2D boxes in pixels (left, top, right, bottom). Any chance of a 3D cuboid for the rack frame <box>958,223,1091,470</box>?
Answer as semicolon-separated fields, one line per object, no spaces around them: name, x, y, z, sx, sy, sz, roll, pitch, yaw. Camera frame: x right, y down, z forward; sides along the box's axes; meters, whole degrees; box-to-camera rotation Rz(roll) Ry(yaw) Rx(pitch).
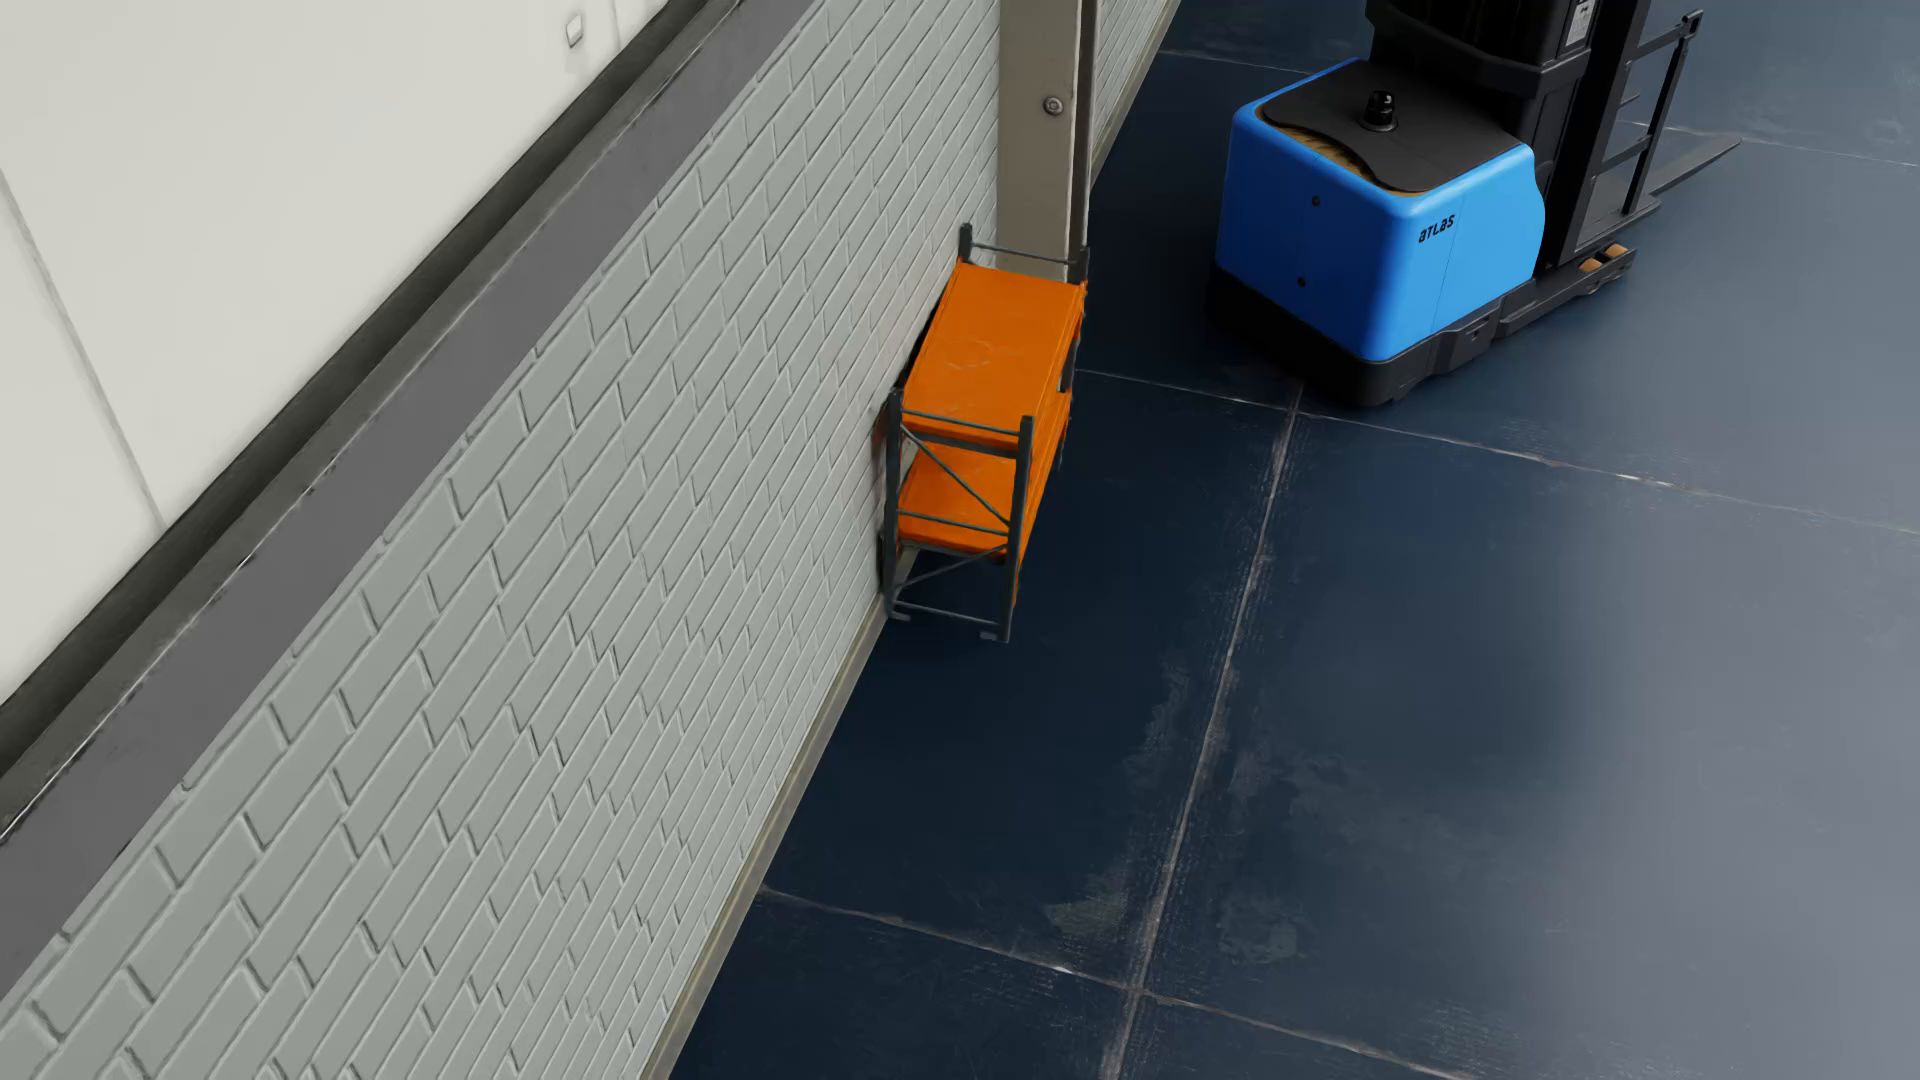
rack frame;0.215;-0.752;6.694;0.500;1.125;0.032;12;46;7

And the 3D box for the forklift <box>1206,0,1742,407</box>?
forklift;2.624;-2.486;7.195;3.031;2.935;1.130;-29;51;-26

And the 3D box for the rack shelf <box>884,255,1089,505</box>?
rack shelf;0.111;-0.611;6.134;0.538;0.278;1.000;12;46;7

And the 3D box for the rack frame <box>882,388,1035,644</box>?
rack frame;-0.026;-0.060;5.990;0.500;1.125;0.032;12;46;7

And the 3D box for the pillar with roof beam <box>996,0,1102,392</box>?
pillar with roof beam;4.452;-3.122;3.506;9.100;9.000;0.400;13;46;13

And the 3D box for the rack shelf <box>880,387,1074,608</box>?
rack shelf;0.080;-0.235;6.516;0.538;0.278;1.000;12;46;7

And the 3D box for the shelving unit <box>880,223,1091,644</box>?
shelving unit;0.095;-0.406;6.342;0.538;1.125;1.048;12;46;7
